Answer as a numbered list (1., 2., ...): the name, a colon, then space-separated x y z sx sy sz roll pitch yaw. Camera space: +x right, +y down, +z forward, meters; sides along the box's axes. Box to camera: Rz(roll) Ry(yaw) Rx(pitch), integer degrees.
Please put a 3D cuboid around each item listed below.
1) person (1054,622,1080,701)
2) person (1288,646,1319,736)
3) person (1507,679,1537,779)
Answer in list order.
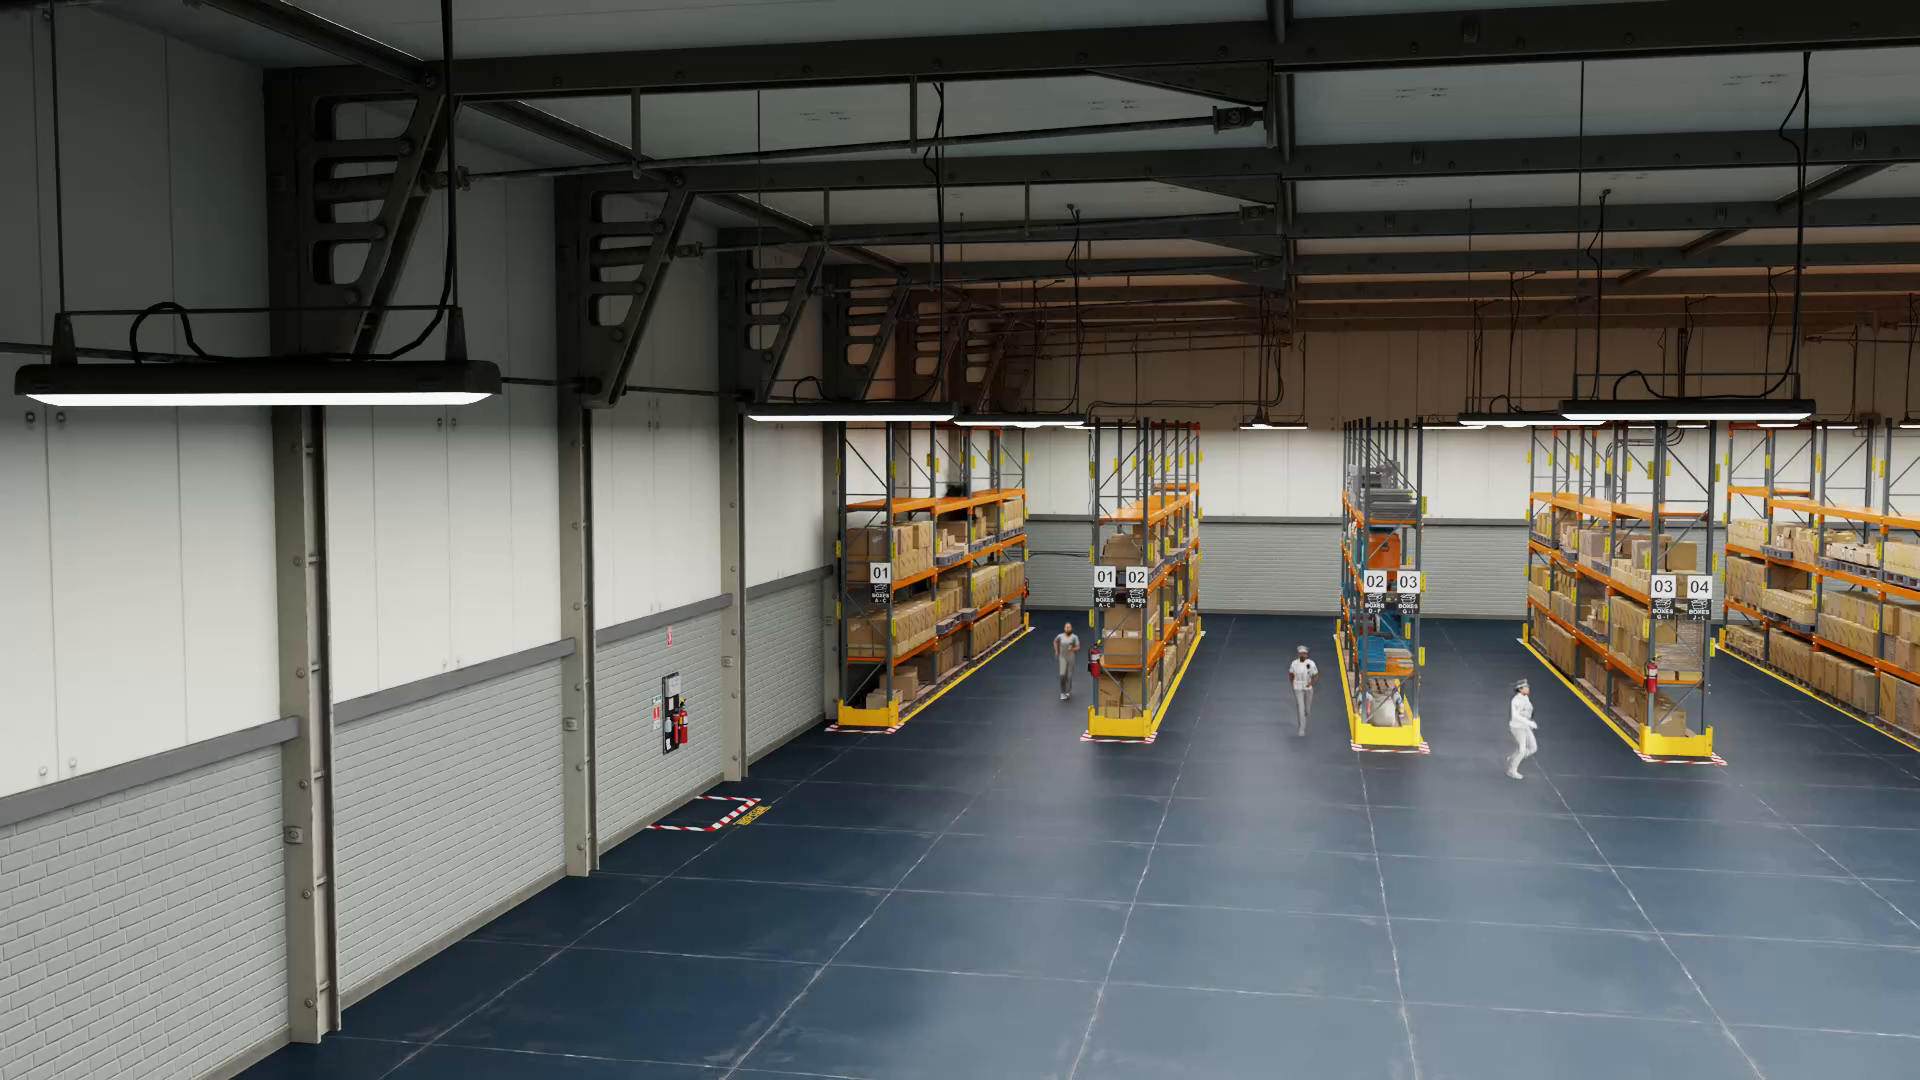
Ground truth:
1. person: 2.283 2.581 35.514 0.546 1.679 0.661 0 4 2
2. person: 6.535 2.845 31.644 0.570 1.691 0.737 1 4 12
3. person: 9.326 3.116 27.523 0.554 1.661 0.648 3 5 40
